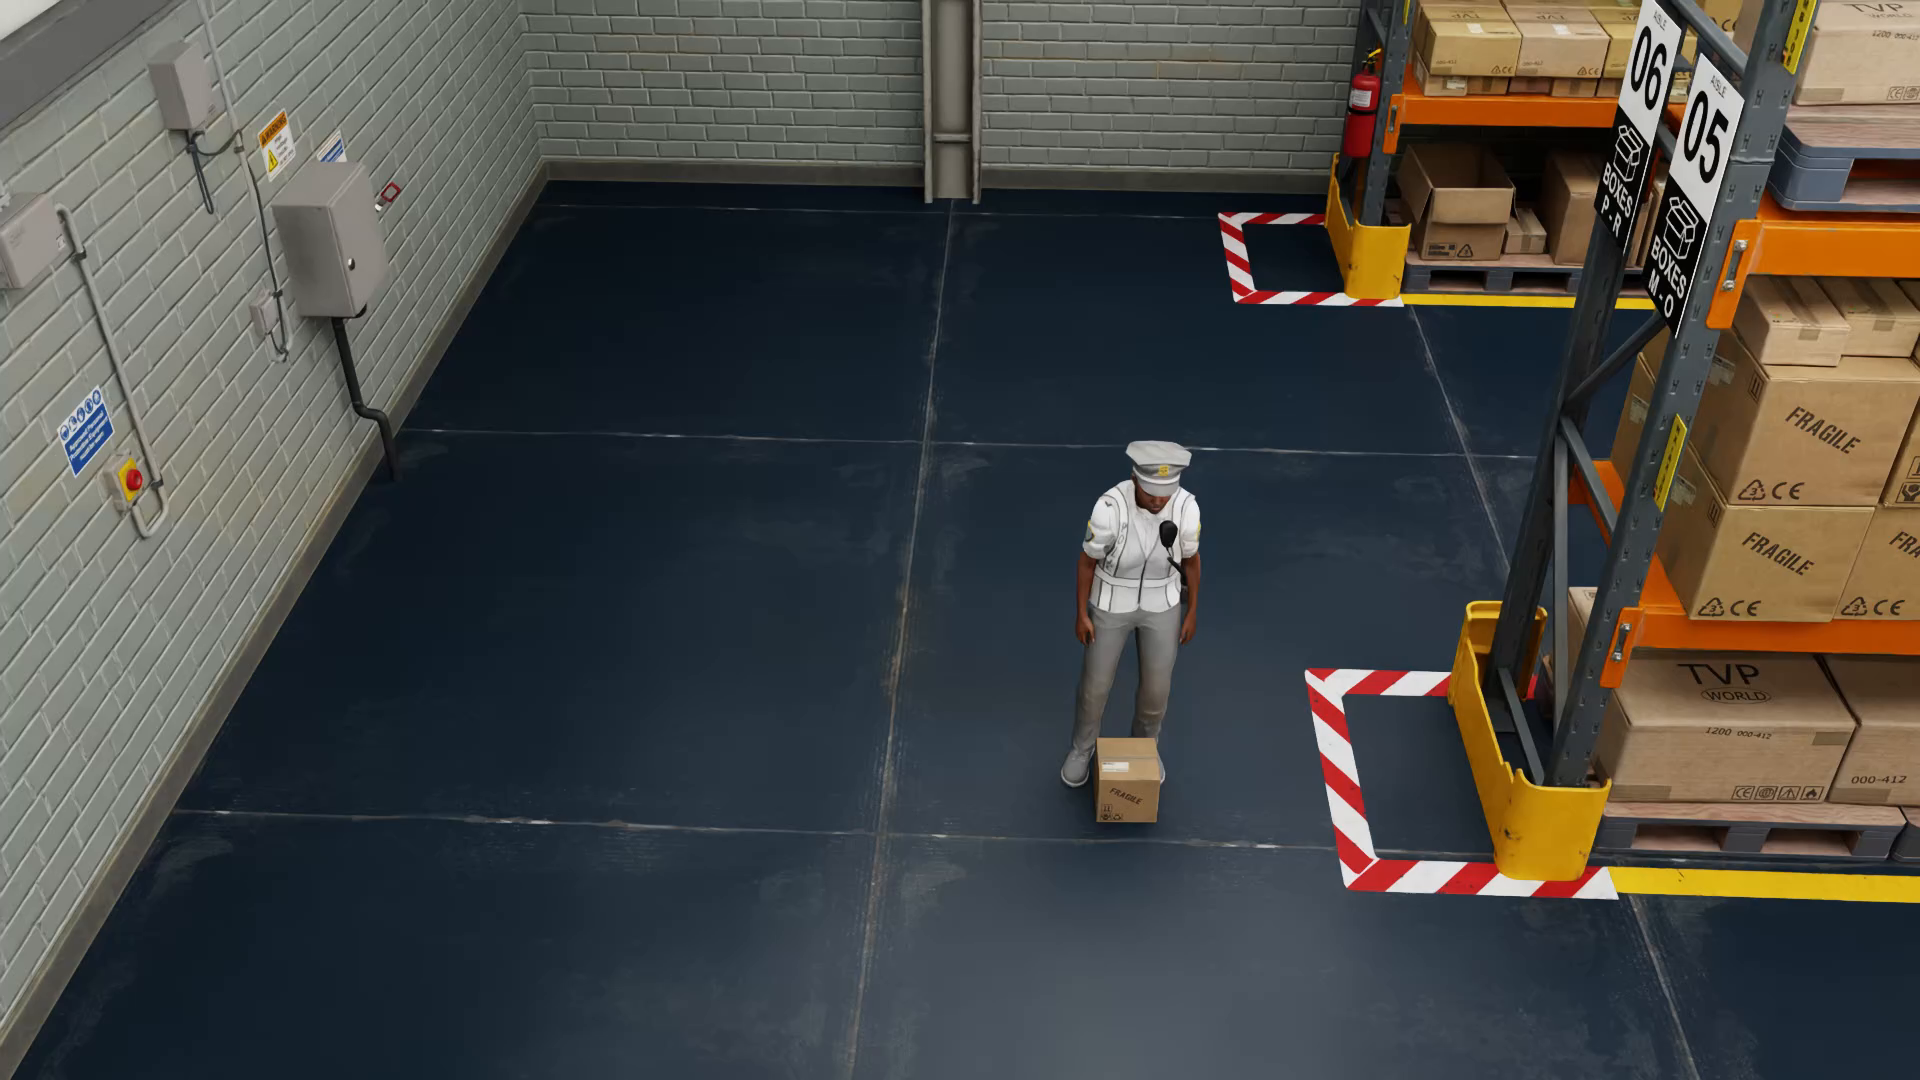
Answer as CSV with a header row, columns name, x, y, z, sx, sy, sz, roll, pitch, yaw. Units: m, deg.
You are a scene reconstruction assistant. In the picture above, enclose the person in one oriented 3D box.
name,x,y,z,sx,sy,sz,roll,pitch,yaw
person,0.697,0.291,6.711,0.532,1.662,0.396,-1,36,-1
